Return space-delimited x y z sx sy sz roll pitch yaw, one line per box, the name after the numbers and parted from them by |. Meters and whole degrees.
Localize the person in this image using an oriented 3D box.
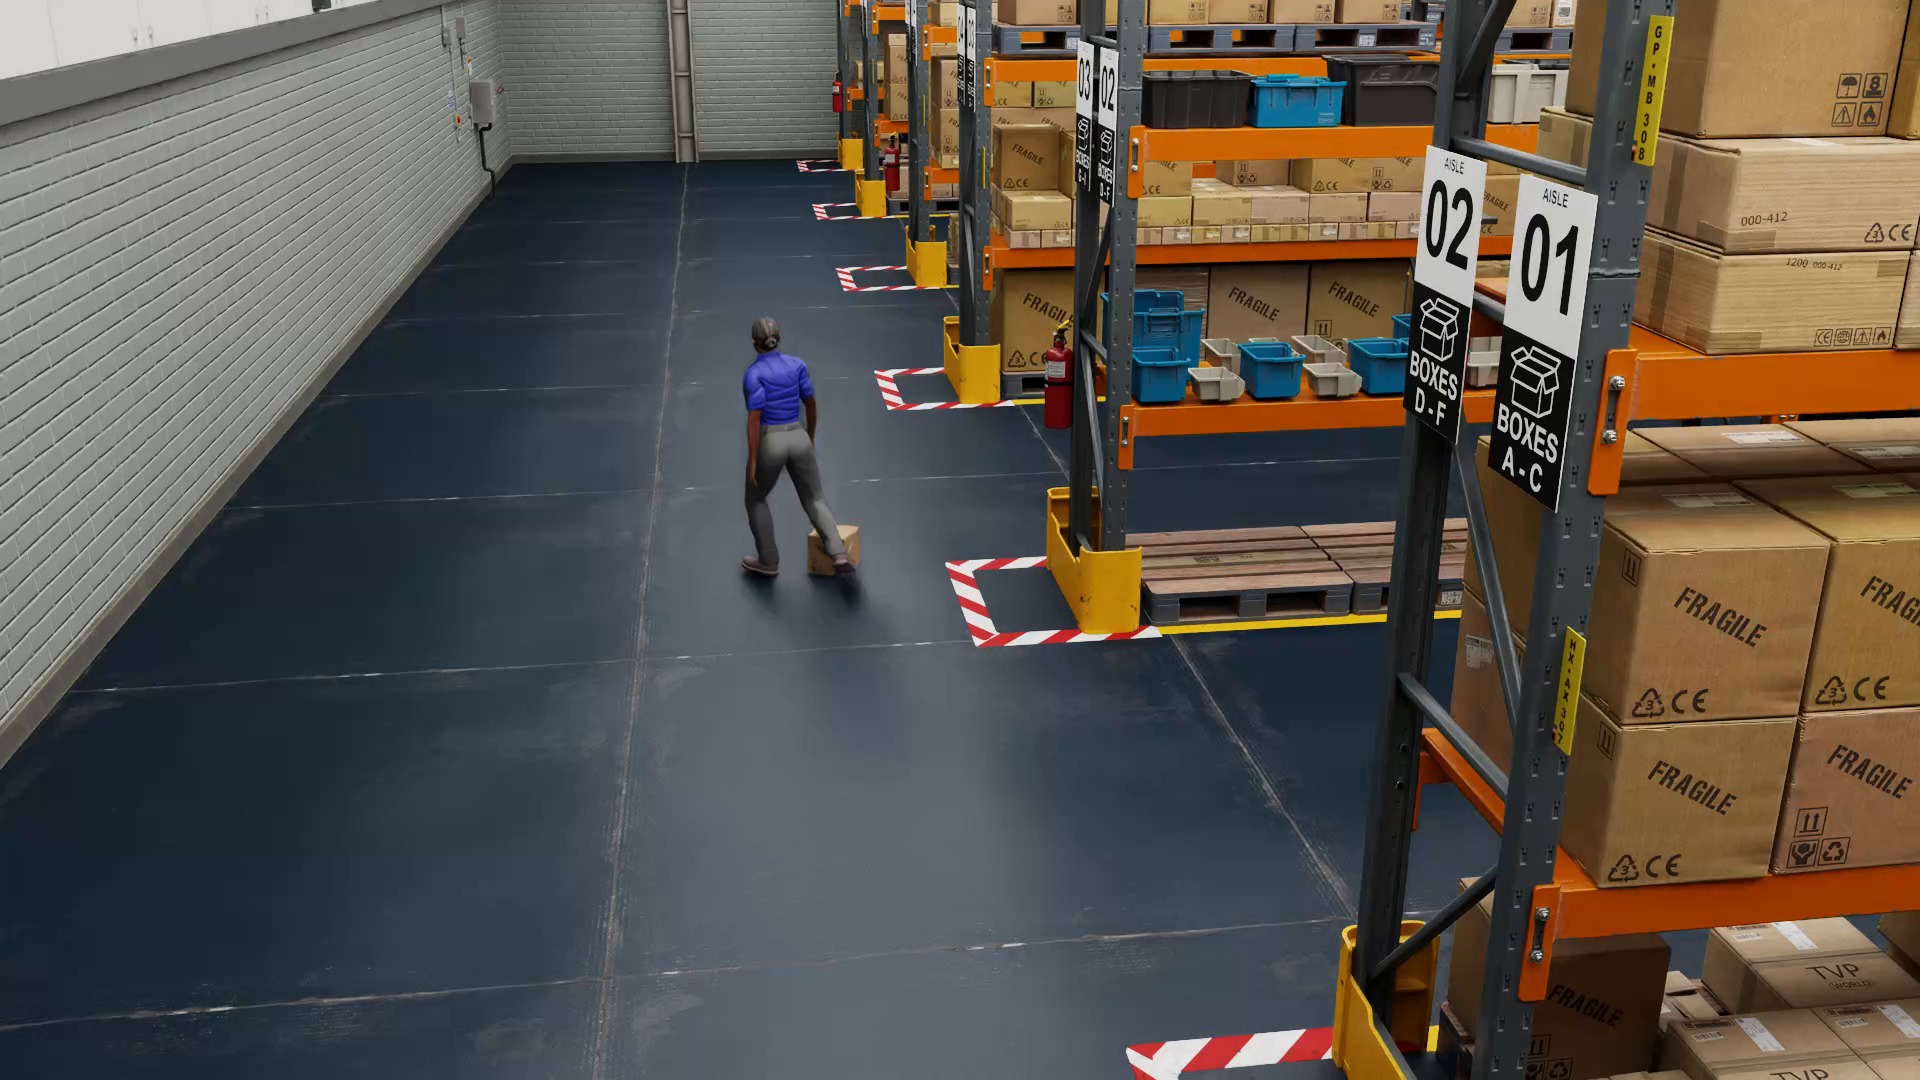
-1.001 -0.518 9.993 0.549 1.607 0.768 -12 23 -30 | person
